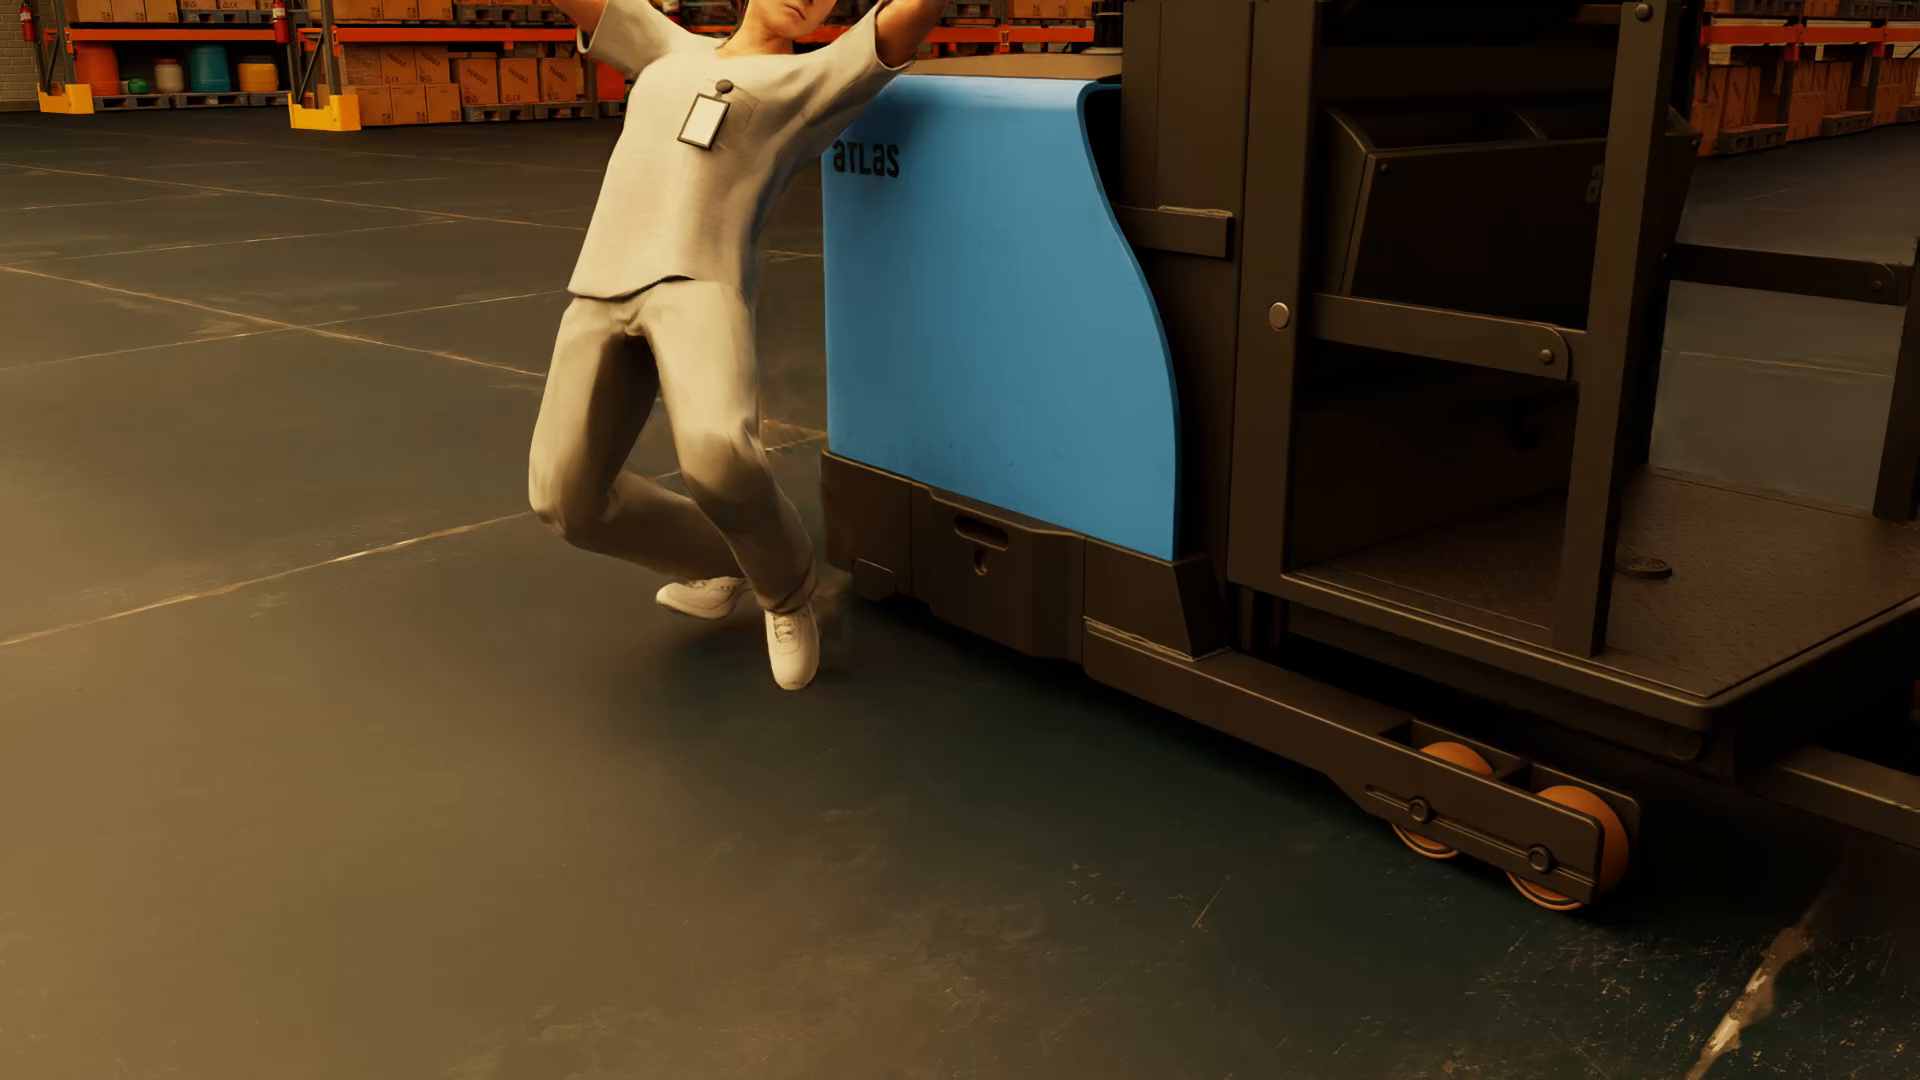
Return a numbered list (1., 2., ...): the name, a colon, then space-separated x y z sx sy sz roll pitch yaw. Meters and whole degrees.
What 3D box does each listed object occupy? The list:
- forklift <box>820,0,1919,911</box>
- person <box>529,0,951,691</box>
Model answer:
1. forklift: 1.033 -1.061 2.391 1.130 2.935 3.031 -14 22 -38
2. person: -0.346 -0.507 2.940 0.914 1.562 0.763 9 19 28
